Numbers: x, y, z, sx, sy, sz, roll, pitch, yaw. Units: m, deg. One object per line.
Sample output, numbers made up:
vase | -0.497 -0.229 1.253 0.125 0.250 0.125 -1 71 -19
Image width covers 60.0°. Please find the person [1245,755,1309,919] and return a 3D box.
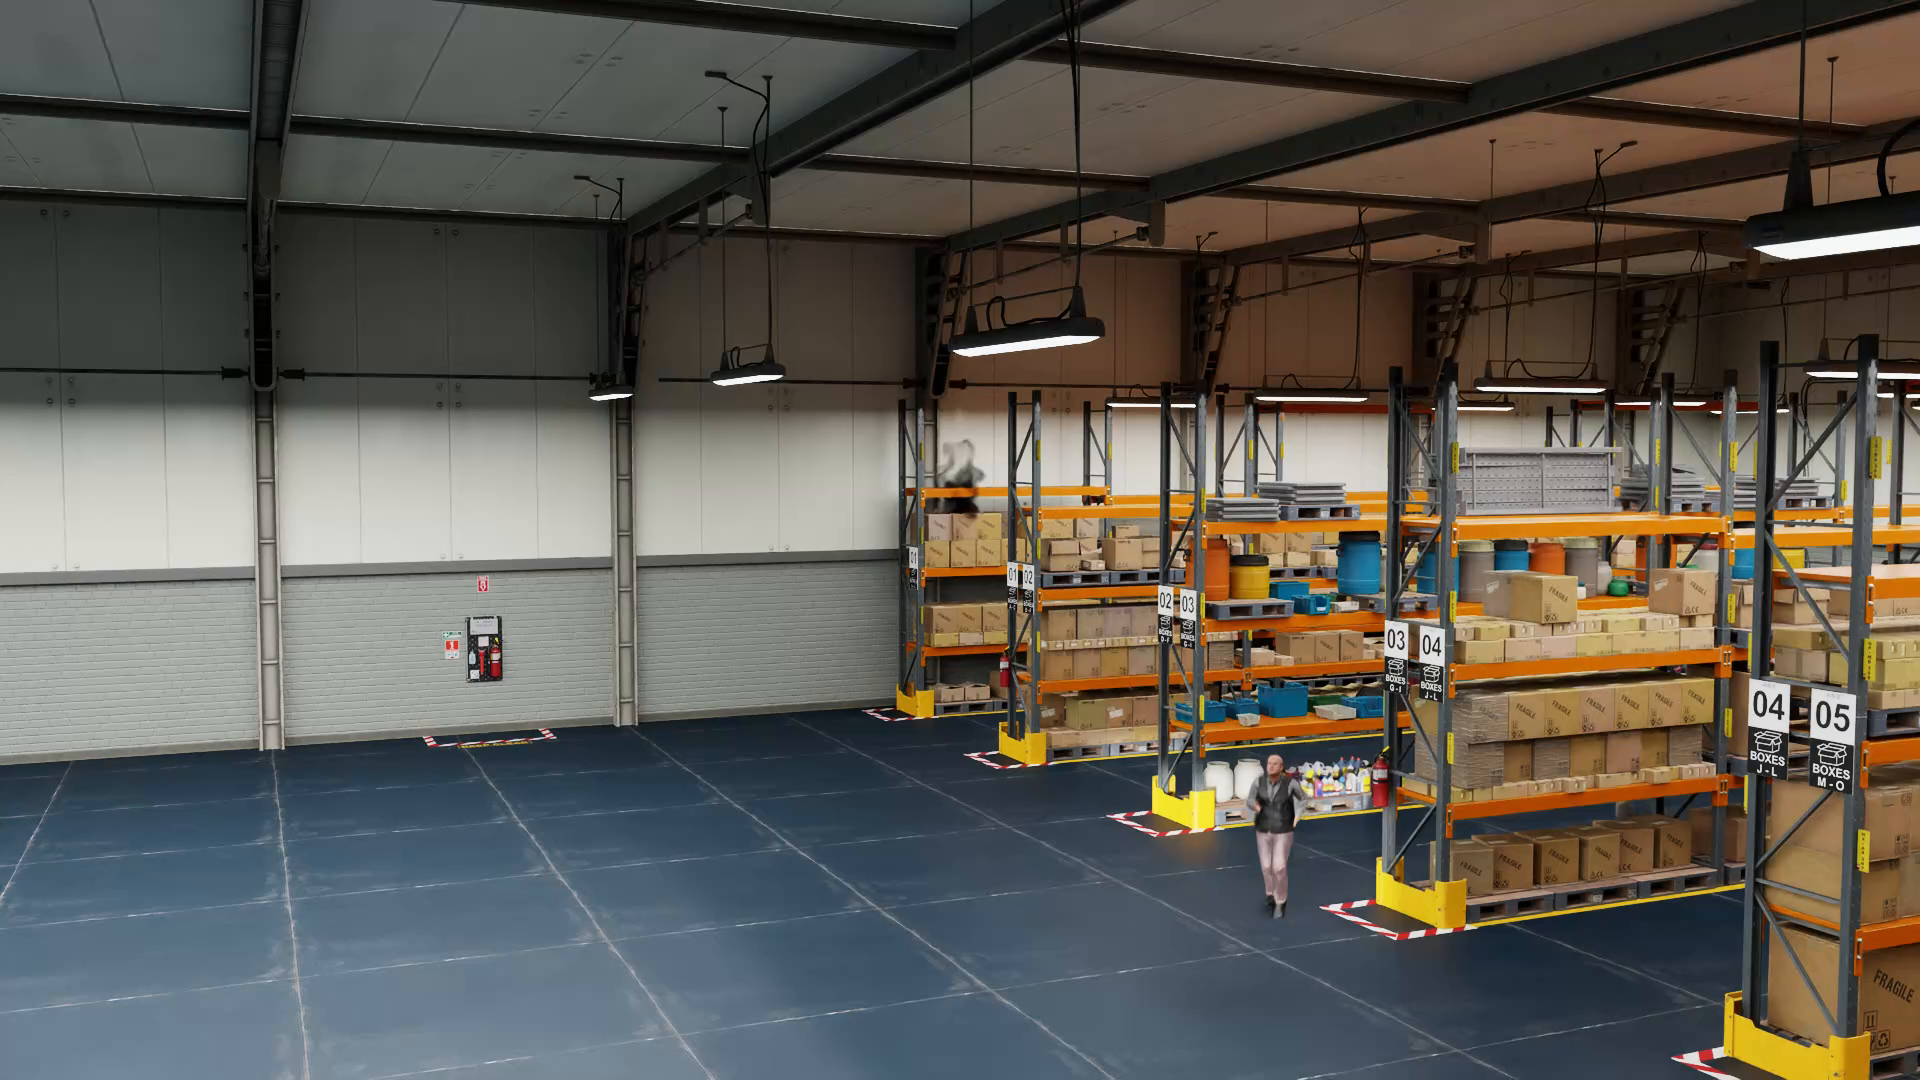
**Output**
person | 3.435 3.251 18.214 0.650 1.800 0.672 2 4 28

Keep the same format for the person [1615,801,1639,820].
person | 8.552 3.040 21.387 0.897 1.701 0.638 -2 4 -35
